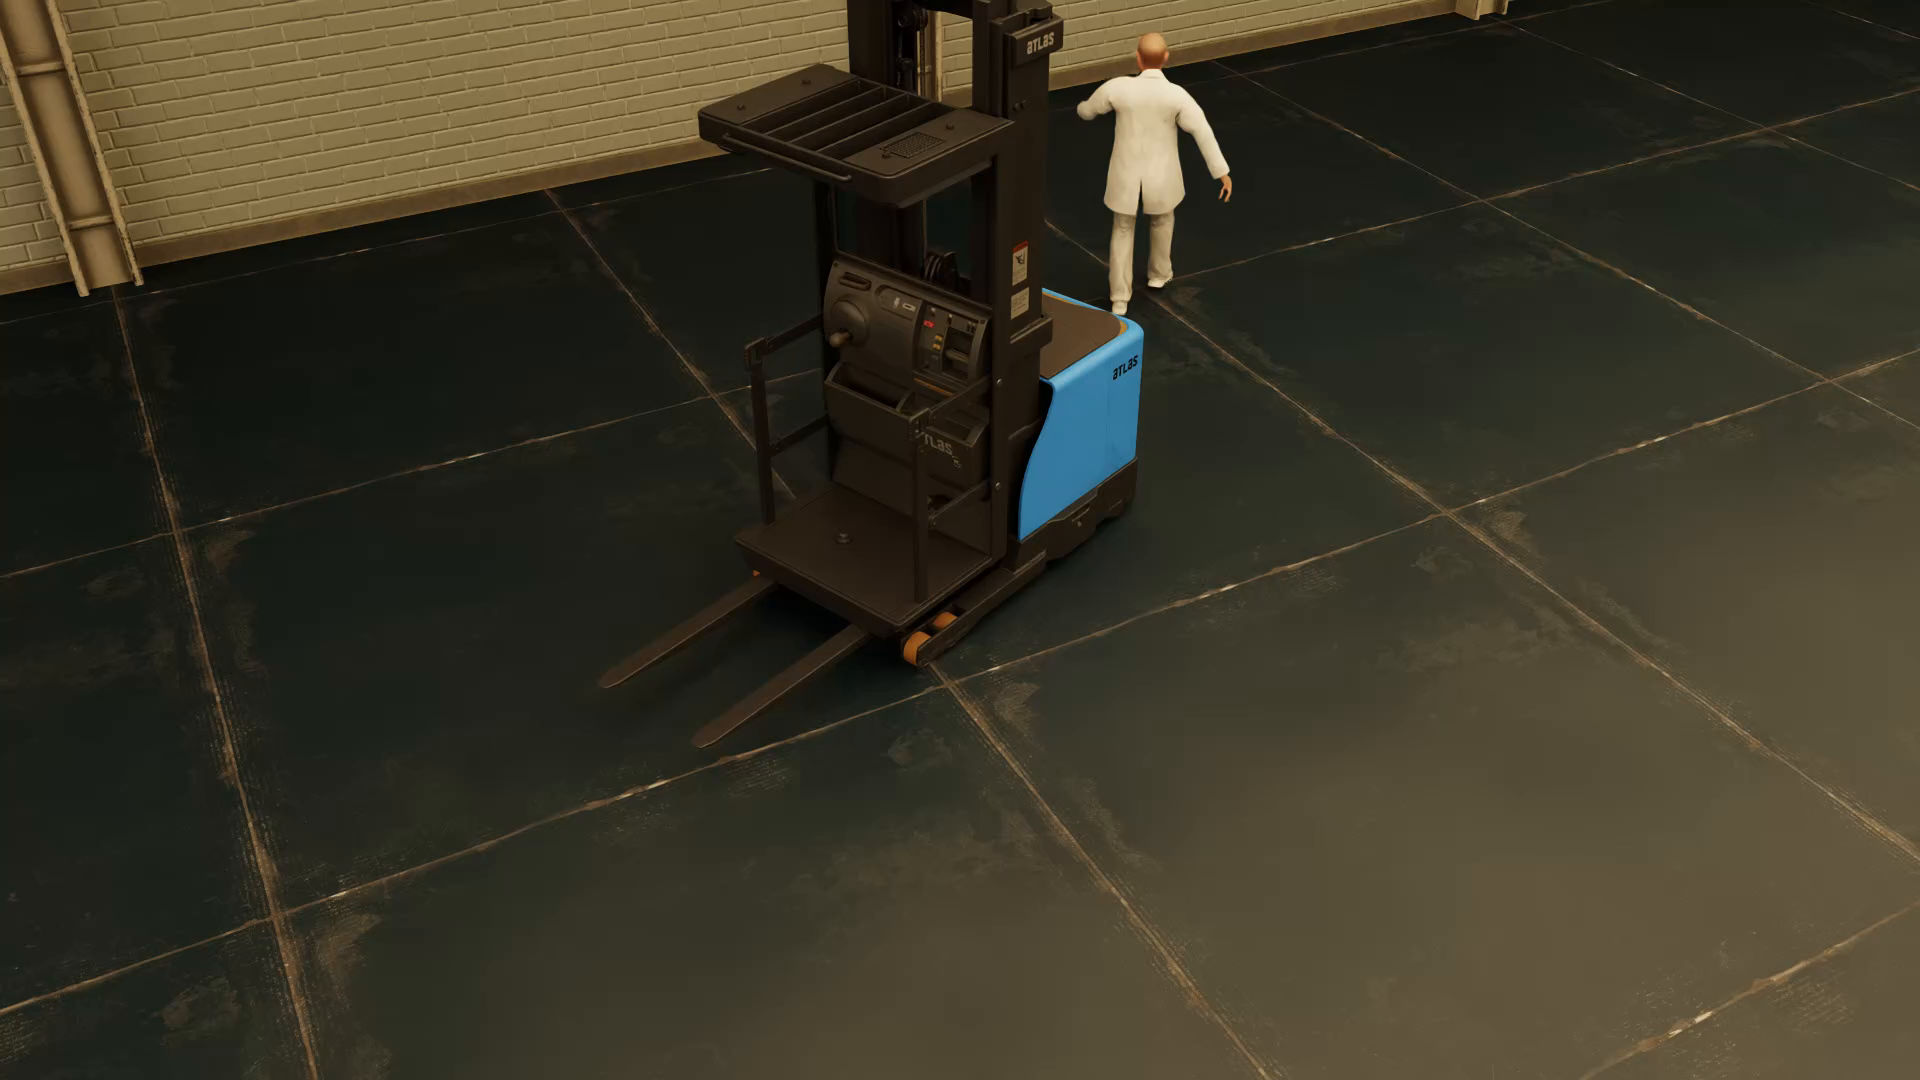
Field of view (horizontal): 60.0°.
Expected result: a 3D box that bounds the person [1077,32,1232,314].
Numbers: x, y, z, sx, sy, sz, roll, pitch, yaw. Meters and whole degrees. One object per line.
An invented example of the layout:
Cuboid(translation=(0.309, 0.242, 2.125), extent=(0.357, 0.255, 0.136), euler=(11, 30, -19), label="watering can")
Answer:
Cuboid(translation=(1.210, -2.335, 10.478), extent=(1.044, 1.773, 0.788), euler=(8, 36, 11), label="person")

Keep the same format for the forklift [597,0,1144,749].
Cuboid(translation=(-0.390, -0.927, 7.434), extent=(1.130, 2.935, 3.031), euler=(26, 43, 31), label="forklift")
